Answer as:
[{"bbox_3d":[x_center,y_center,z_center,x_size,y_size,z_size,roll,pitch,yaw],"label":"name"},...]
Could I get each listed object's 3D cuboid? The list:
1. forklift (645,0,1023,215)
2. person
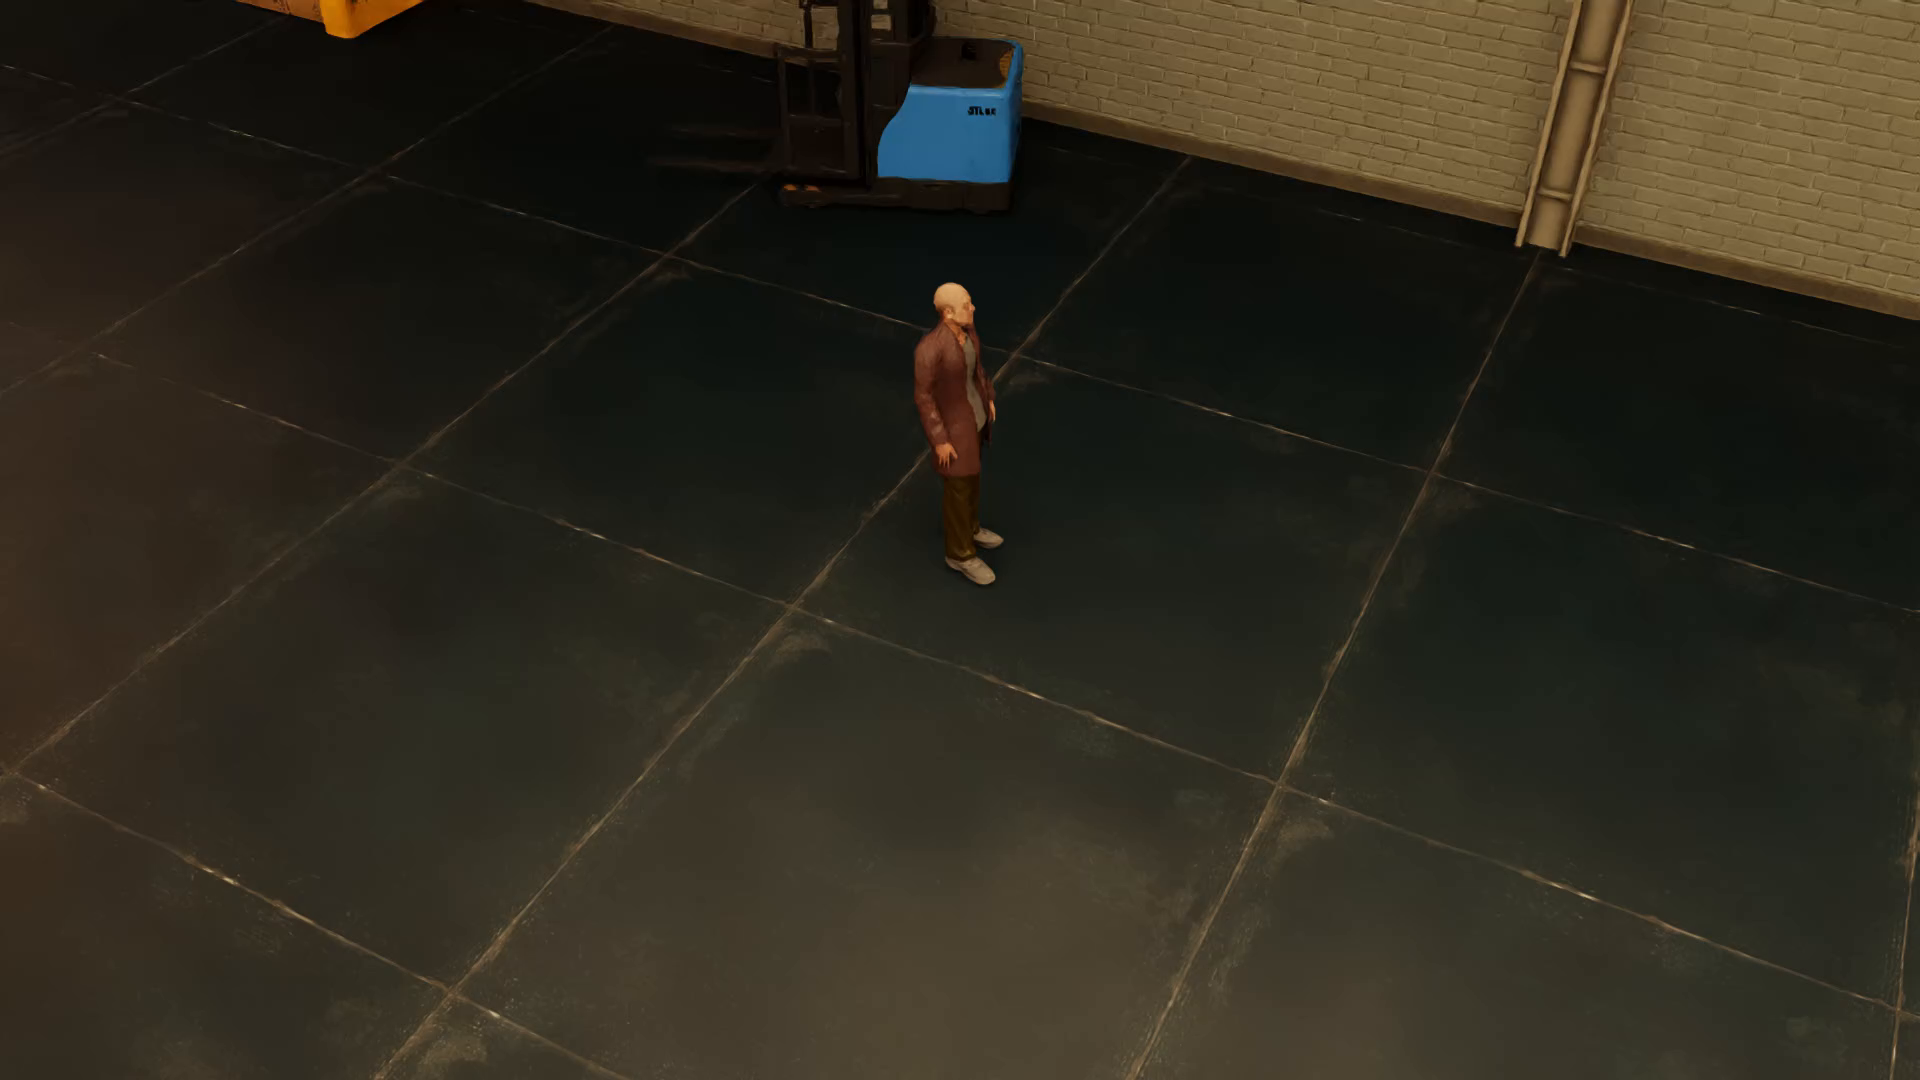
[{"bbox_3d":[-1.037,-4.140,12.902,3.031,2.935,1.130,5,40,6],"label":"forklift"},{"bbox_3d":[0.079,-0.656,9.649,0.580,1.776,0.694,18,43,21],"label":"person"}]
